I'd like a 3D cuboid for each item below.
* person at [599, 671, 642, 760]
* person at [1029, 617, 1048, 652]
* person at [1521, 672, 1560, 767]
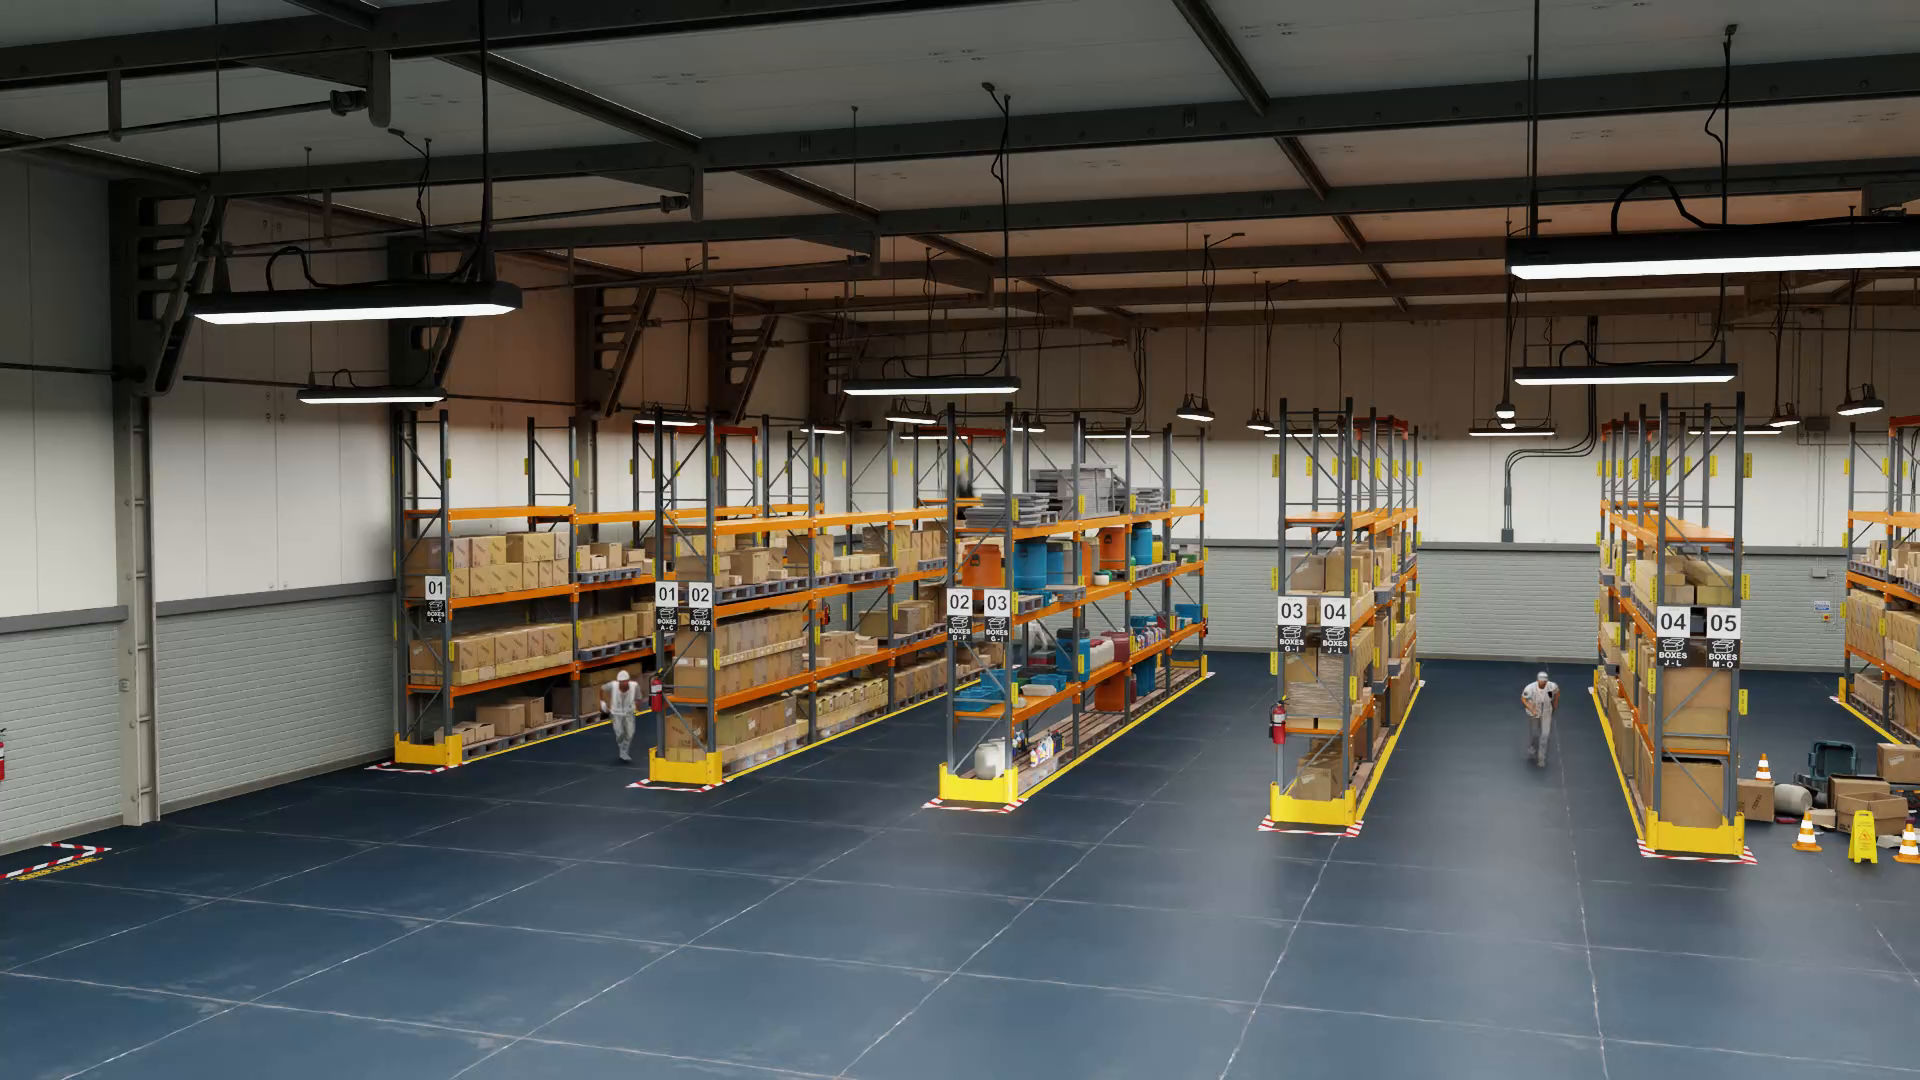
[{"bbox_3d":[-5.780,2.993,28.332,0.715,1.590,0.820,-1,3,-13],"label":"person"},{"bbox_3d":[1.927,2.354,42.263,0.615,1.712,0.870,-1,3,-20],"label":"person"},{"bbox_3d":[9.872,3.018,28.345,0.641,1.626,1.028,0,2,7],"label":"person"}]
